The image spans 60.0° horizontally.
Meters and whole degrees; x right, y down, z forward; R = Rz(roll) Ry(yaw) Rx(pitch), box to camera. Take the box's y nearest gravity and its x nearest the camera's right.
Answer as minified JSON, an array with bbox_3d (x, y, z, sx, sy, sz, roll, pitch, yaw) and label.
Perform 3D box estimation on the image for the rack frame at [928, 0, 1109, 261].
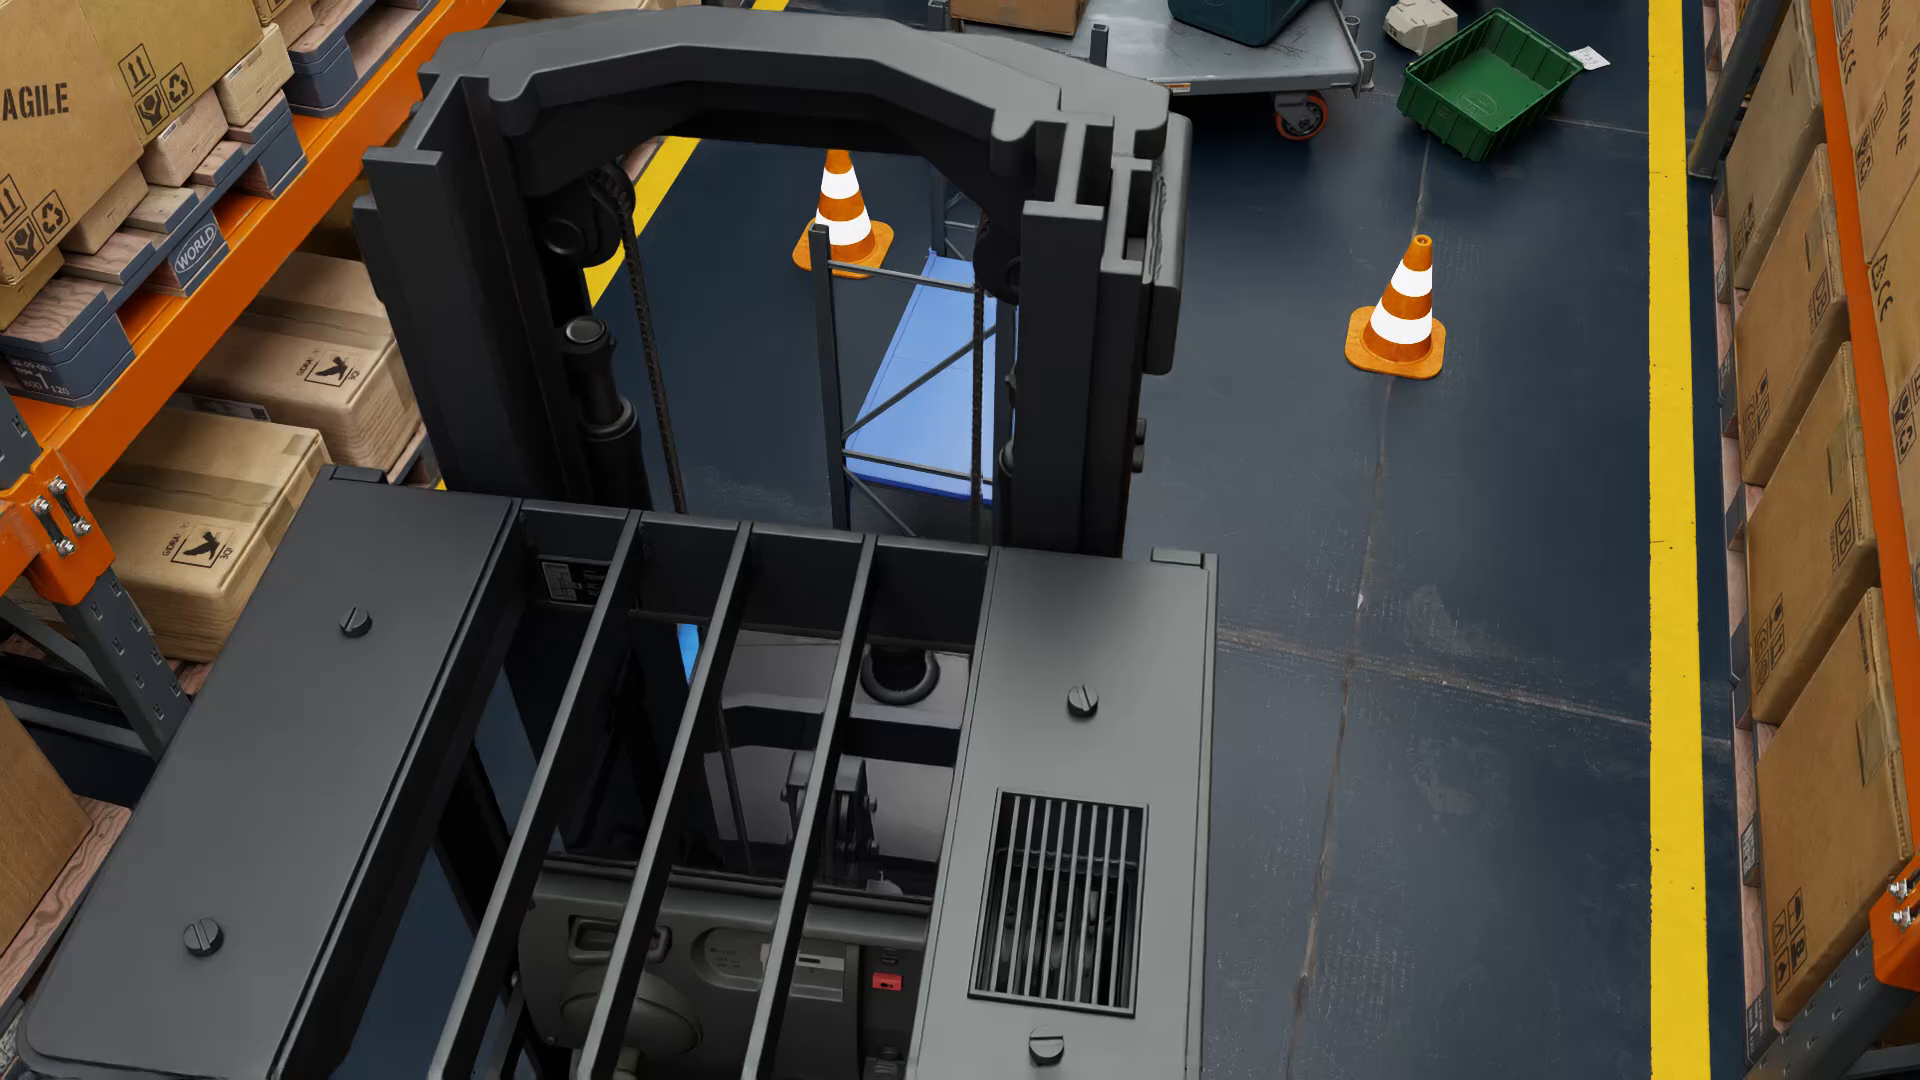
[{"bbox_3d":[0.156,-0.926,5.067,0.500,1.500,0.032,12,50,10],"label":"rack frame"}]

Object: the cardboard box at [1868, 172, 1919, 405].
[{"bbox_3d":[2.414,-0.597,3.710,0.500,0.500,0.500,11,49,9],"label":"cardboard box"}]

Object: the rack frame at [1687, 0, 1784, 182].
[{"bbox_3d":[3.343,-2.357,5.329,1.000,3.000,0.127,12,50,10],"label":"rack frame"}]

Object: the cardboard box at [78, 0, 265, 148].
[{"bbox_3d":[-2.040,-1.296,3.848,0.500,0.500,0.500,14,50,12],"label":"cardboard box"}]

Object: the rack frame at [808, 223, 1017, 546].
[{"bbox_3d":[-0.111,-0.190,4.418,0.500,1.500,0.032,12,50,10],"label":"rack frame"}]

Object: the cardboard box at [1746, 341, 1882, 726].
[{"bbox_3d":[2.764,0.086,4.394,1.050,0.750,0.750,12,50,11],"label":"cardboard box"}]

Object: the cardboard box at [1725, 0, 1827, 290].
[{"bbox_3d":[3.266,-1.284,5.603,1.050,0.750,0.750,11,50,10],"label":"cardboard box"}]

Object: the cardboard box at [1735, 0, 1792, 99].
[{"bbox_3d":[3.576,-2.234,6.358,0.875,0.875,0.875,12,50,11],"label":"cardboard box"}]

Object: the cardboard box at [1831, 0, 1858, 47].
[{"bbox_3d":[2.812,-1.697,4.680,0.500,0.500,0.500,12,50,10],"label":"cardboard box"}]

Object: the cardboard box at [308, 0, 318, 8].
[{"bbox_3d":[-1.907,-1.605,4.553,0.380,0.149,0.250,13,50,12],"label":"cardboard box"}]

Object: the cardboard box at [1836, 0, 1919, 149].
[{"bbox_3d":[2.678,-1.336,4.362,0.500,0.500,0.500,11,50,10],"label":"cardboard box"}]

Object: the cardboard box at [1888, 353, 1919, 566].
[{"bbox_3d":[2.282,-0.236,3.391,0.500,0.500,0.500,12,50,10],"label":"cardboard box"}]

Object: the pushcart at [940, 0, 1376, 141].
[{"bbox_3d":[0.753,-1.979,6.745,1.648,0.377,0.936,-4,49,-3],"label":"pushcart"}]

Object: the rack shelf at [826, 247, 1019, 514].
[{"bbox_3d":[0.022,-0.439,4.877,0.538,0.185,1.000,12,50,10],"label":"rack shelf"}]

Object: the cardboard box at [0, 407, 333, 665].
[{"bbox_3d":[-2.354,-0.043,4.760,0.950,0.372,0.625,9,49,7],"label":"cardboard box"}]

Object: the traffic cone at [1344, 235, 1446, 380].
[{"bbox_3d":[1.533,-0.845,5.687,0.336,0.463,0.334,12,50,10],"label":"traffic cone"}]

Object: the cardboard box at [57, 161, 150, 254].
[{"bbox_3d":[-2.141,-0.819,3.860,0.380,0.149,0.250,9,49,8],"label":"cardboard box"}]

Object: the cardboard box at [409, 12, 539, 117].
[{"bbox_3d":[-1.781,-1.629,6.160,0.950,0.372,0.625,14,50,12],"label":"cardboard box"}]

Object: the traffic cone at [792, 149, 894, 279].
[{"bbox_3d":[-0.435,-1.248,6.043,0.336,0.463,0.334,12,50,10],"label":"traffic cone"}]

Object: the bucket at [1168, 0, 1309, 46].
[{"bbox_3d":[1.154,-2.330,6.475,0.726,0.611,0.620,28,64,22],"label":"bucket"}]

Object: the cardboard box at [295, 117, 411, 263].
[{"bbox_3d":[-1.962,-1.126,5.716,0.950,0.372,0.625,13,50,11],"label":"cardboard box"}]

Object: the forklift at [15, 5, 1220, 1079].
[{"bbox_3d":[-0.277,0.868,2.529,1.130,2.935,3.031,6,49,5],"label":"forklift"}]

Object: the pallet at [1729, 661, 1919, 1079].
[{"bbox_3d":[2.570,0.904,4.311,1.003,0.211,1.213,12,50,10],"label":"pallet"}]

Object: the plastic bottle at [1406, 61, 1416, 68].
[{"bbox_3d":[1.959,-1.882,6.870,0.133,0.061,0.283,-11,50,-10],"label":"plastic bottle"}]

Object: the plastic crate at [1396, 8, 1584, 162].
[{"bbox_3d":[2.124,-1.829,6.701,0.662,0.188,0.450,-37,68,-28],"label":"plastic crate"}]

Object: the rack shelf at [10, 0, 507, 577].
[{"bbox_3d":[-1.986,-1.576,5.120,1.077,0.370,4.000,12,50,10],"label":"rack shelf"}]

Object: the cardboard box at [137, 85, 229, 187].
[{"bbox_3d":[-2.024,-1.008,4.026,0.380,0.149,0.250,9,49,8],"label":"cardboard box"}]

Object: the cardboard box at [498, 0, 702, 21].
[{"bbox_3d":[-1.595,-2.150,6.619,0.950,0.372,0.625,12,50,11],"label":"cardboard box"}]

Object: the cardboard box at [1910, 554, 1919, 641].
[{"bbox_3d":[2.149,0.125,3.073,0.500,0.500,0.500,12,50,10],"label":"cardboard box"}]

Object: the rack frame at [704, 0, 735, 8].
[{"bbox_3d":[-1.459,-3.260,6.127,1.000,3.000,0.127,12,50,10],"label":"rack frame"}]

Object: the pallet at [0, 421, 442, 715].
[{"bbox_3d":[-2.305,-0.009,5.117,1.003,0.211,1.213,12,50,10],"label":"pallet"}]

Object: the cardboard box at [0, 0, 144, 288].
[{"bbox_3d":[-2.171,-0.917,3.514,0.500,0.500,0.500,10,49,9],"label":"cardboard box"}]

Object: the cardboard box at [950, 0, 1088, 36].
[{"bbox_3d":[0.266,-2.354,6.489,0.500,0.500,0.500,12,50,10],"label":"cardboard box"}]

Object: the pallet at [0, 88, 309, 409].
[{"bbox_3d":[-2.427,-0.840,4.119,1.213,0.211,1.003,12,50,10],"label":"pallet"}]

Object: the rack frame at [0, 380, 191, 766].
[{"bbox_3d":[-2.512,-0.367,3.573,1.000,3.000,0.127,12,50,10],"label":"rack frame"}]

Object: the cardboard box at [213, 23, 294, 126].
[{"bbox_3d":[-1.932,-1.203,4.198,0.380,0.149,0.250,12,50,10],"label":"cardboard box"}]

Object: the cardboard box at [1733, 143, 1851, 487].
[{"bbox_3d":[3.008,-0.587,4.988,1.050,0.750,0.750,12,50,10],"label":"cardboard box"}]

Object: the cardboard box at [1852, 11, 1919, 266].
[{"bbox_3d":[2.544,-0.969,4.038,0.500,0.500,0.500,12,50,11],"label":"cardboard box"}]

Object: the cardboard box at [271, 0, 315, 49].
[{"bbox_3d":[-1.944,-1.393,4.366,0.380,0.149,0.250,14,50,12],"label":"cardboard box"}]

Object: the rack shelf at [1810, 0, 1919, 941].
[{"bbox_3d":[2.816,-0.672,4.322,1.077,0.370,4.000,12,50,10],"label":"rack shelf"}]

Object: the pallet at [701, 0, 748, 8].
[{"bbox_3d":[-1.317,-2.830,7.607,1.003,0.211,1.213,12,50,10],"label":"pallet"}]

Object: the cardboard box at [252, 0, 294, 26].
[{"bbox_3d":[-1.907,-1.681,4.188,0.500,0.500,0.500,12,50,11],"label":"cardboard box"}]

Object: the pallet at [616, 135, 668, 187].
[{"bbox_3d":[-1.663,-1.774,6.675,1.003,0.211,1.213,12,50,10],"label":"pallet"}]

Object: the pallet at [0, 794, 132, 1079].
[{"bbox_3d":[-2.792,1.111,4.129,1.003,0.211,1.213,12,50,10],"label":"pallet"}]

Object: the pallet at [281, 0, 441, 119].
[{"bbox_3d":[-2.031,-1.744,4.916,1.003,0.211,1.213,12,50,10],"label":"pallet"}]

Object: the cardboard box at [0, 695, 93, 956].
[{"bbox_3d":[-2.774,0.680,3.786,0.875,0.875,0.875,11,50,10],"label":"cardboard box"}]

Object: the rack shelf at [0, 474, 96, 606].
[{"bbox_3d":[-3.039,1.318,2.566,1.077,0.370,4.000,12,50,10],"label":"rack shelf"}]

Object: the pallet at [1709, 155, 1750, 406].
[{"bbox_3d":[3.212,-0.861,5.869,1.003,0.211,1.213,12,50,10],"label":"pallet"}]

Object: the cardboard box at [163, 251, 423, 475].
[{"bbox_3d":[-2.167,-0.579,5.233,0.950,0.372,0.625,11,49,9],"label":"cardboard box"}]

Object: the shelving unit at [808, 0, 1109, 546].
[{"bbox_3d":[0.022,-0.558,4.742,0.538,1.500,1.048,12,50,10],"label":"shelving unit"}]

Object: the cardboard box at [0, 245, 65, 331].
[{"bbox_3d":[-2.247,-0.621,3.685,0.380,0.149,0.250,9,49,8],"label":"cardboard box"}]

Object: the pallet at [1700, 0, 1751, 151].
[{"bbox_3d":[3.618,-1.968,6.847,1.003,0.211,1.213,12,50,10],"label":"pallet"}]

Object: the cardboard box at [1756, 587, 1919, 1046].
[{"bbox_3d":[2.537,0.719,3.835,1.050,0.750,0.750,11,49,10],"label":"cardboard box"}]

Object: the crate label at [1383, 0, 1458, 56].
[{"bbox_3d":[1.973,-2.209,7.108,0.298,0.136,0.250,-19,51,-16],"label":"crate label"}]

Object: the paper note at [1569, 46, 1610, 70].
[{"bbox_3d":[2.646,-2.039,7.029,0.147,0.020,0.142,-19,51,-16],"label":"paper note"}]

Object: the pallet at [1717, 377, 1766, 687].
[{"bbox_3d":[2.893,0.024,5.088,1.003,0.211,1.213,12,50,10],"label":"pallet"}]

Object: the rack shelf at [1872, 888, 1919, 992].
[{"bbox_3d":[1.763,2.221,1.769,1.077,0.370,4.000,12,50,10],"label":"rack shelf"}]
